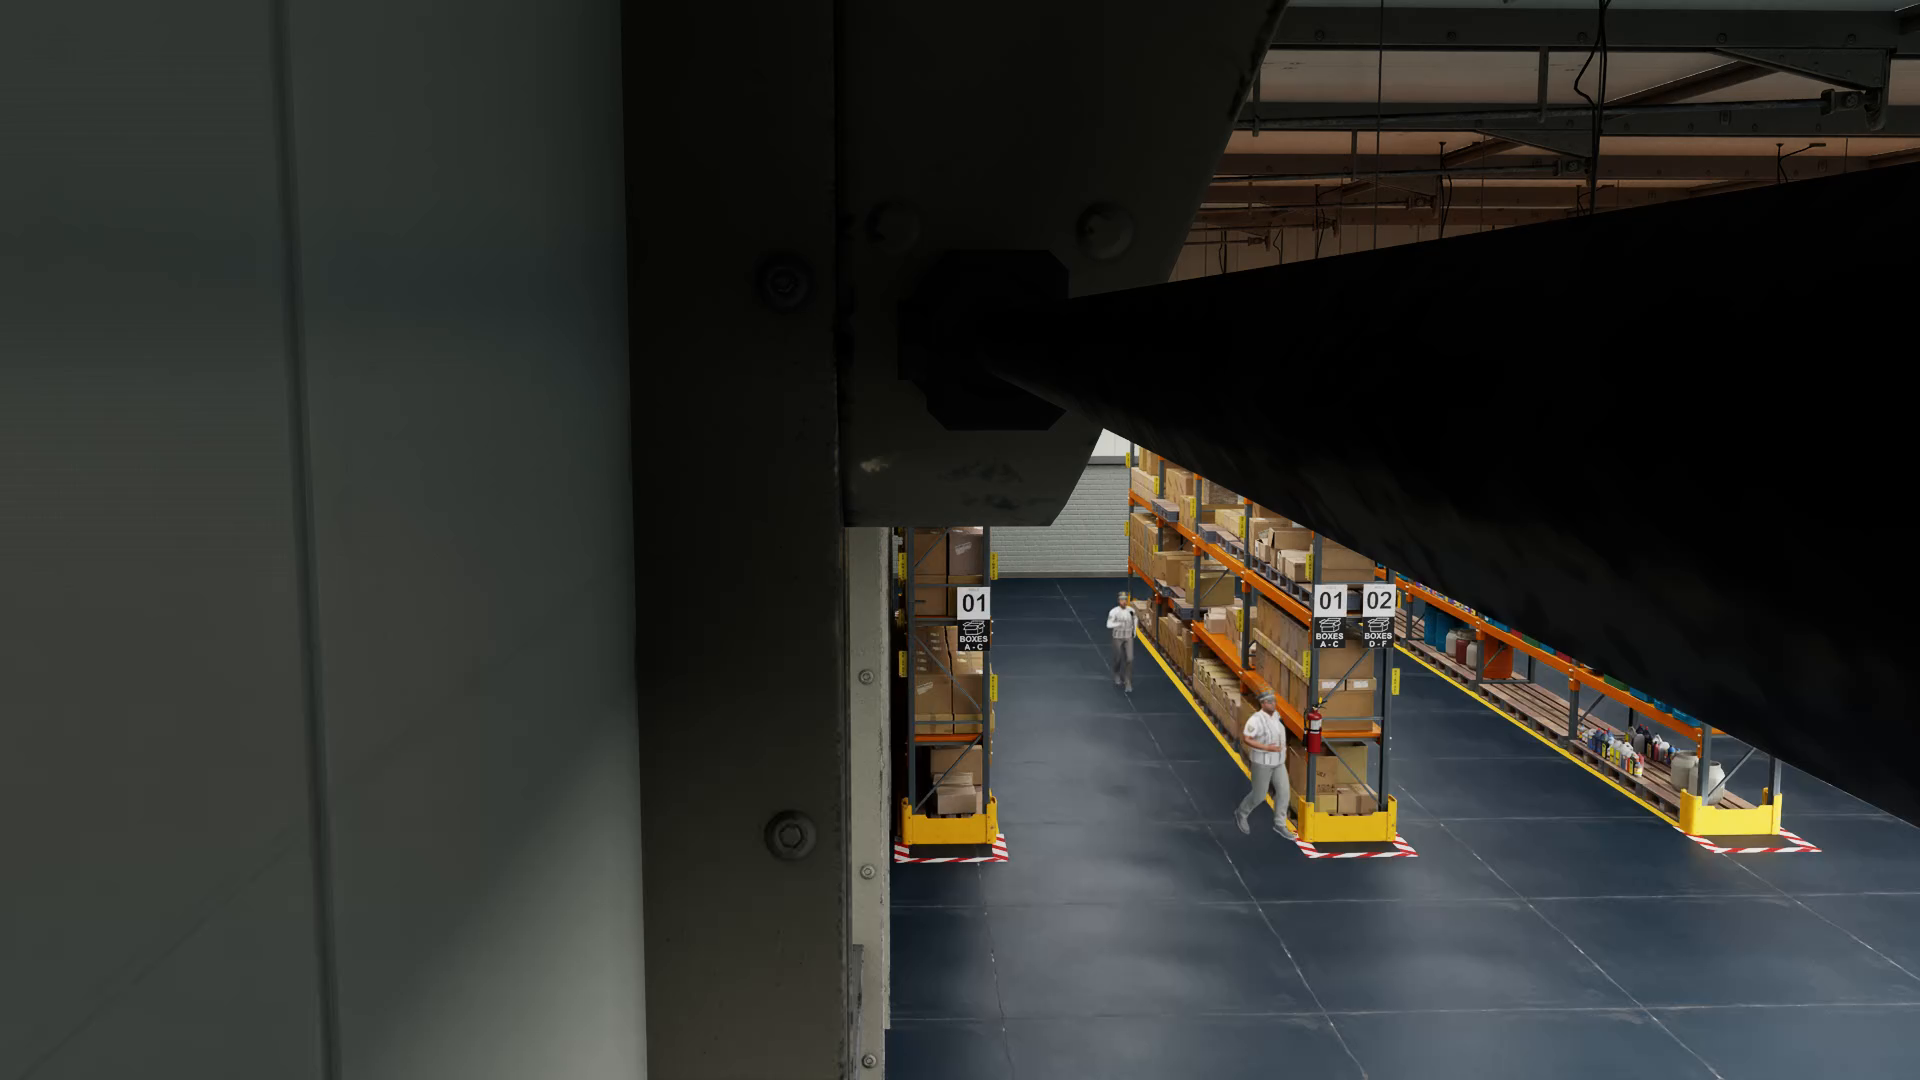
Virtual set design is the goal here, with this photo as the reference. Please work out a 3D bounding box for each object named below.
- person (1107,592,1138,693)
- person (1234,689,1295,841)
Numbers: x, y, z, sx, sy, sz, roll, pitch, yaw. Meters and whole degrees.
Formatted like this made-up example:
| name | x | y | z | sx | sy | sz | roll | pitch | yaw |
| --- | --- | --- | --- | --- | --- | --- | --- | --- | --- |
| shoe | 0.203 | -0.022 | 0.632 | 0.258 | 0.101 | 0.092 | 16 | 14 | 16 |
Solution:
| name | x | y | z | sx | sy | sz | roll | pitch | yaw |
| --- | --- | --- | --- | --- | --- | --- | --- | --- | --- |
| person | 2.857 | 1.746 | 29.128 | 0.596 | 1.715 | 0.693 | -1 | 7 | -5 |
| person | 3.696 | 2.693 | 20.086 | 0.670 | 1.822 | 0.810 | -6 | 9 | -37 |
